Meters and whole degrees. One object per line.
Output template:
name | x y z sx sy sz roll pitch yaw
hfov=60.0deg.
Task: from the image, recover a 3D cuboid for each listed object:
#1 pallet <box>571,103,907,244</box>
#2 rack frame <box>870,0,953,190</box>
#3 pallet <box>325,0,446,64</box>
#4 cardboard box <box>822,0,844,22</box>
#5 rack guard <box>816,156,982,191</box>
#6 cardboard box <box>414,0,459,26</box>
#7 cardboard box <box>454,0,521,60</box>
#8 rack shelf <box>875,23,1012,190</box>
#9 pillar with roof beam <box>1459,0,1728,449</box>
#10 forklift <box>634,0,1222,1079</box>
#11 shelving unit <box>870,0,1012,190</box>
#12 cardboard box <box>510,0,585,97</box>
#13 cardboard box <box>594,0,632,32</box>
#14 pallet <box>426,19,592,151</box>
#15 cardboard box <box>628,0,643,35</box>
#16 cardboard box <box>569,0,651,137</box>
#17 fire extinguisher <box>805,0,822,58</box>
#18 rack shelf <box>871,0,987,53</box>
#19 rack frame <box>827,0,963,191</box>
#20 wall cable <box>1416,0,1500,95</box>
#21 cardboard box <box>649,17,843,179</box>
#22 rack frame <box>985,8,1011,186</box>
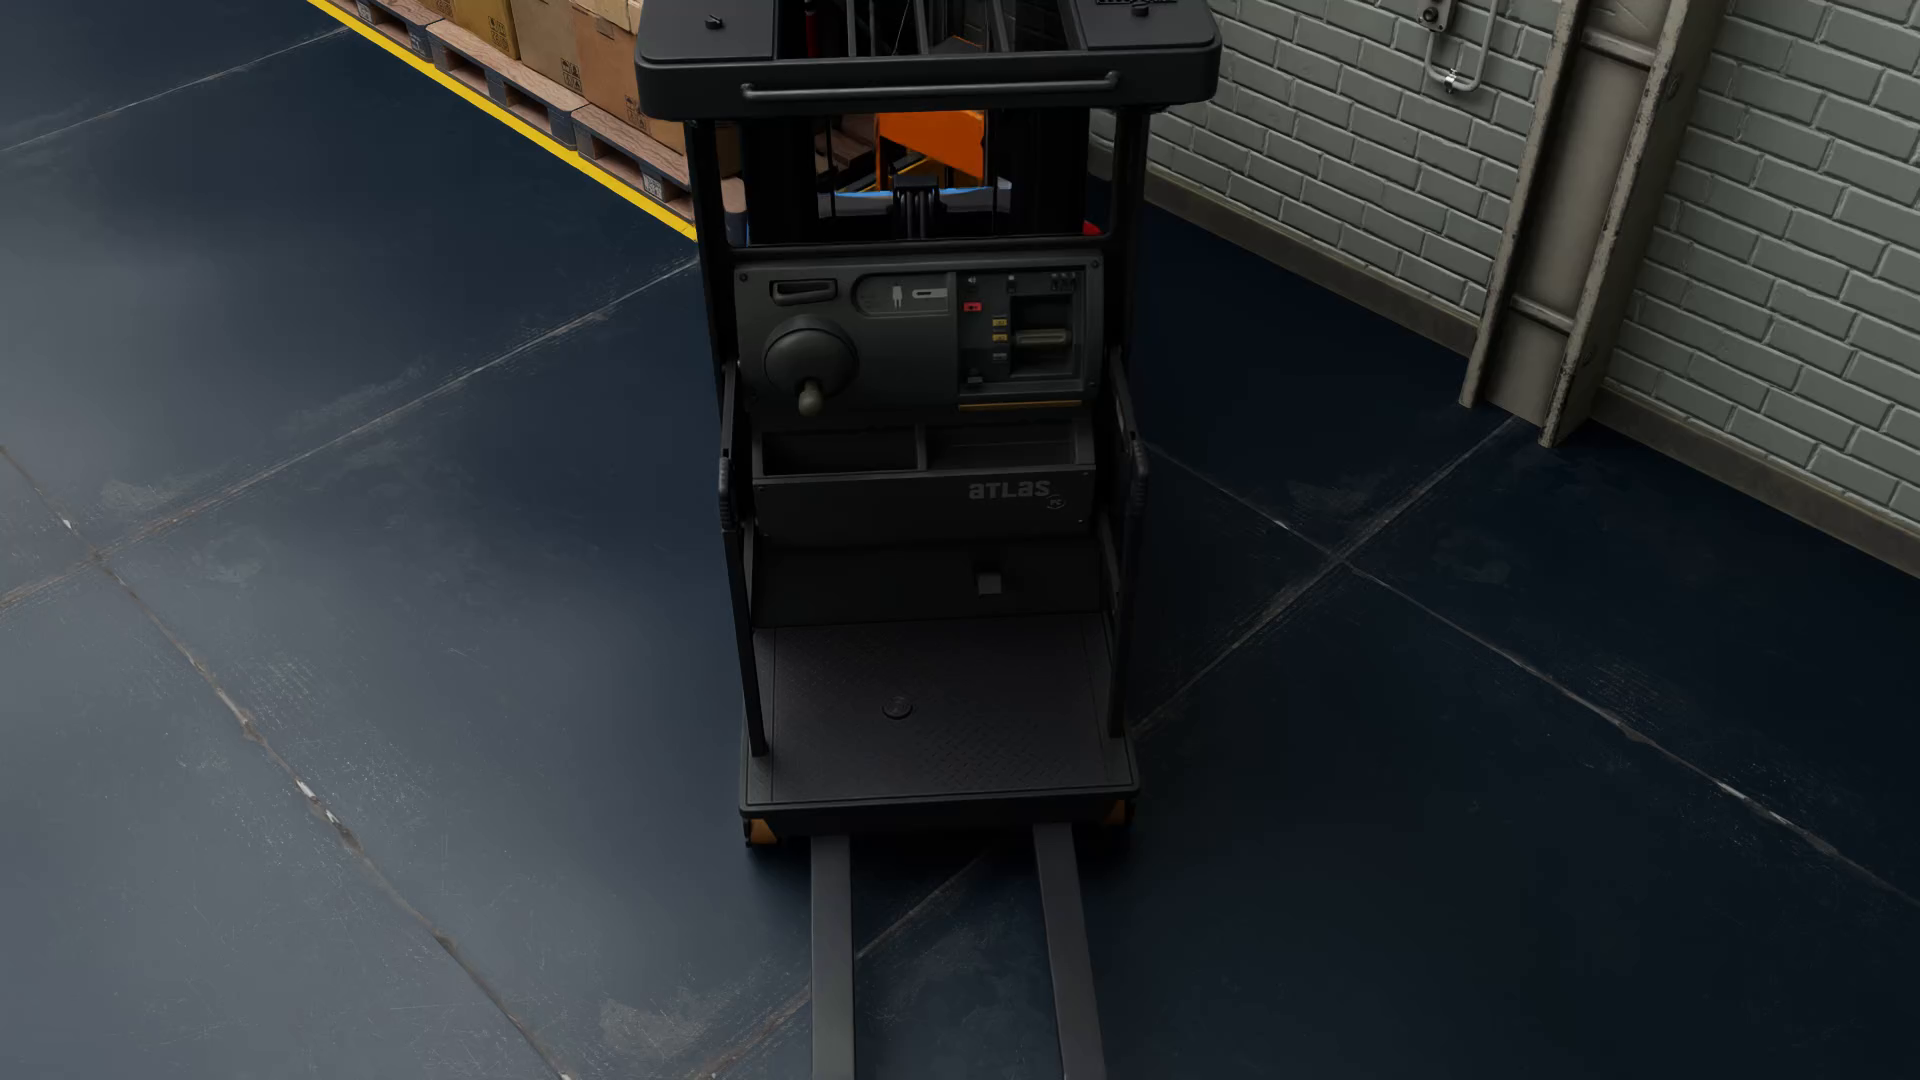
pallet | -1.000 -1.809 7.552 1.003 0.211 1.213 -34 53 -31
rack frame | -0.159 -1.516 5.843 0.015 2.100 0.400 30 50 28
pallet | -2.723 -2.981 8.821 1.003 0.211 1.213 -34 53 -31
cardboard box | -0.716 -2.285 7.067 0.380 0.149 0.250 -34 52 -31
rack guard | -0.363 -1.557 7.066 1.175 0.500 0.348 -34 53 -31
cardboard box | -2.397 -2.993 8.311 0.500 0.500 0.700 34 52 31
cardboard box | -2.036 -2.745 8.043 0.700 0.500 0.500 -33 52 -30
rack shelf | 0.027 -1.399 5.737 0.480 0.518 0.431 30 50 28
pillar with roof beam | -0.909 -1.743 1.006 9.100 9.000 0.400 -34 53 -31
forklift | -0.082 -0.436 4.063 1.130 2.935 3.031 -3 43 -3
shelving unit | 0.027 -1.409 5.727 0.503 2.100 0.431 30 50 28
cardboard box | -1.654 -2.493 7.770 0.500 0.500 0.700 32 52 30
cardboard box | -1.346 -2.346 7.133 0.380 0.149 0.250 -33 52 -30
pallet | -1.858 -2.395 8.186 1.003 0.211 1.213 -34 53 -31
cardboard box | -1.165 -2.223 7.000 0.250 0.149 0.380 34 52 31
cardboard box | -1.299 -2.251 7.508 0.500 0.500 0.700 34 53 31
fire extinguisher | -0.600 -2.027 6.065 0.296 0.674 0.183 -34 53 -31
rack shelf | 0.027 -1.914 5.262 0.480 0.518 0.431 30 50 28
rack frame | -0.380 -2.486 6.230 1.000 3.000 0.127 -34 53 -31
wall cable | 1.194 -2.697 5.710 0.084 1.984 1.851 -34 53 -31
cardboard box | -0.945 -2.011 7.248 0.700 0.500 0.500 -34 53 -31
rack frame | 0.214 -1.303 5.612 0.015 2.100 0.400 30 50 28
